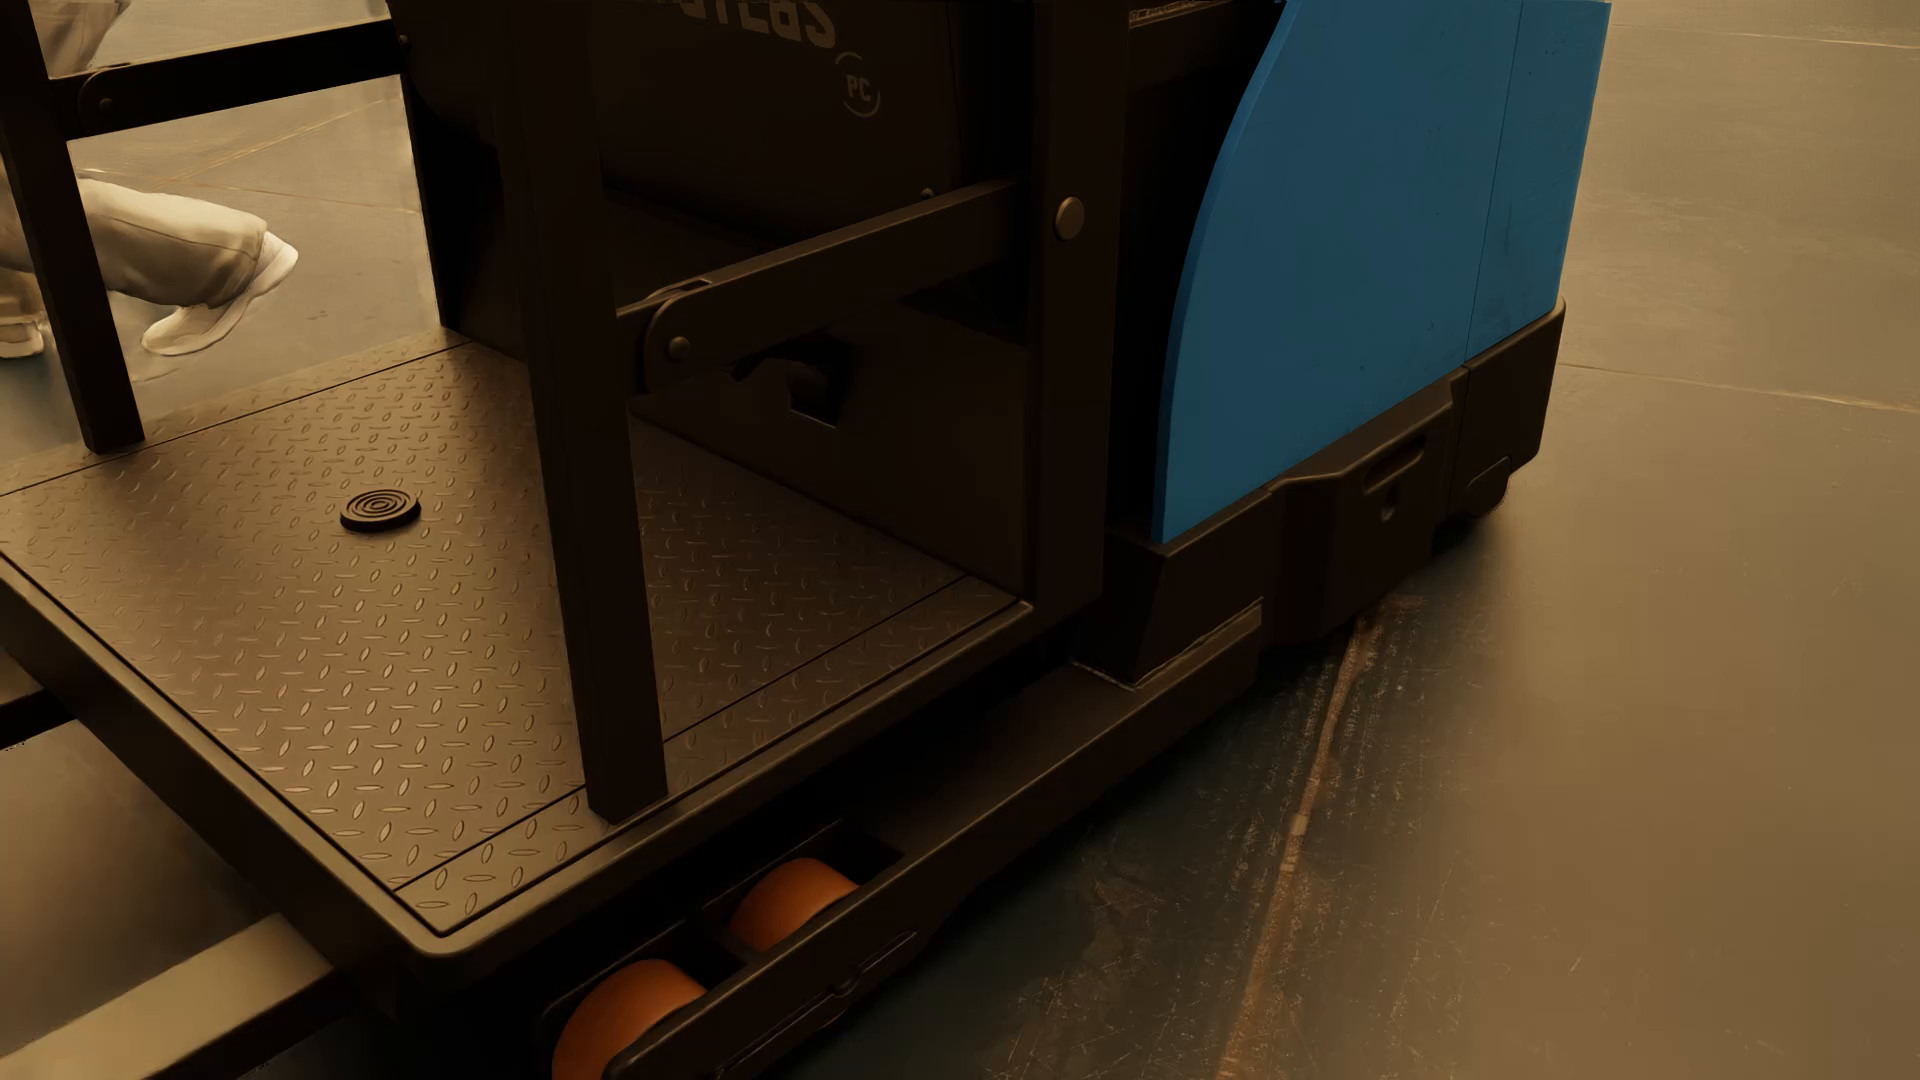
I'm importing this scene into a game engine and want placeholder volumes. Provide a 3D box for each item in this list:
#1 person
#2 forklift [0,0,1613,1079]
[{"bbox_3d":[-1.521,-0.890,2.603,0.705,1.450,1.063,-5,30,-9],"label":"person"},{"bbox_3d":[-0.458,-1.005,1.301,1.130,2.935,3.031,25,38,36],"label":"forklift"}]
